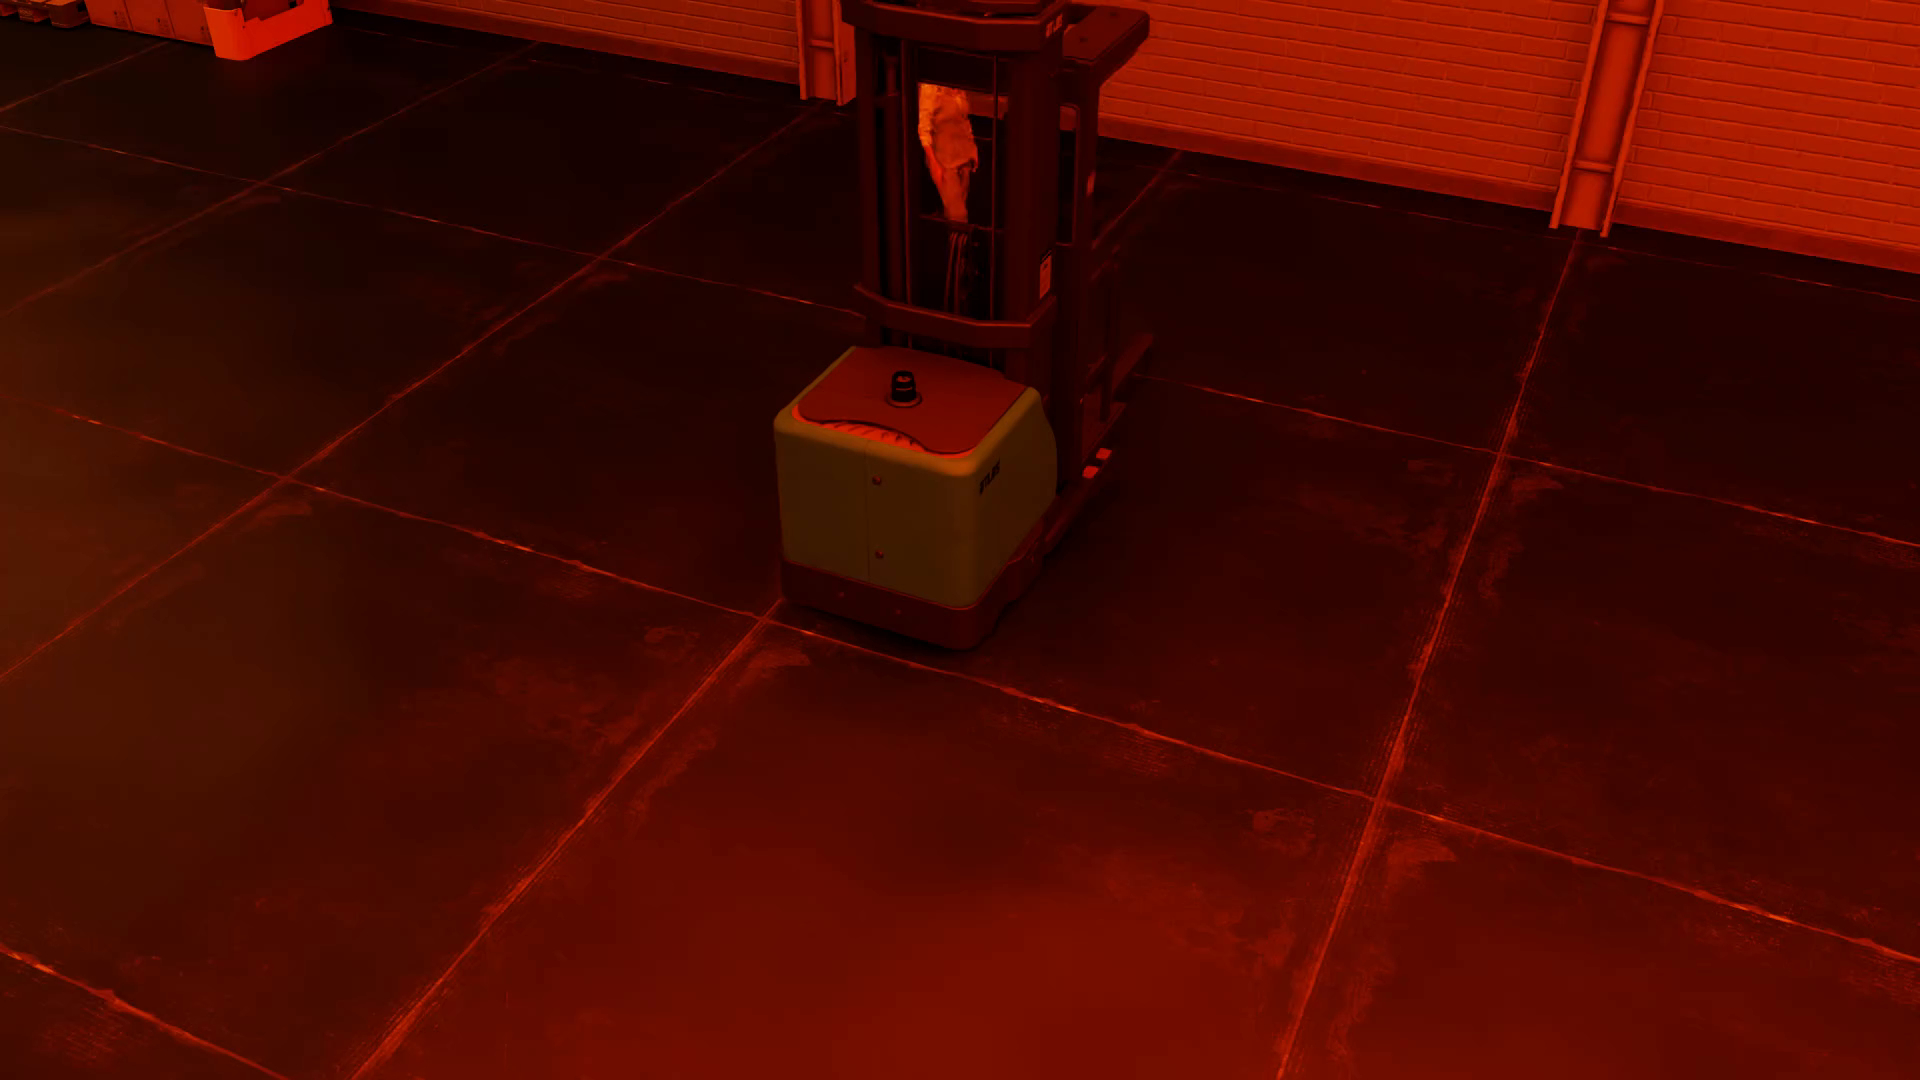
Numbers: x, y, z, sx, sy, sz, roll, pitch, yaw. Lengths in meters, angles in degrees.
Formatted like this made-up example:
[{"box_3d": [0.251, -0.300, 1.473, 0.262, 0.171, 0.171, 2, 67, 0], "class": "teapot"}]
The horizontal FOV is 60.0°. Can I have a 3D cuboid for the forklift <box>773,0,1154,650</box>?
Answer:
[{"box_3d": [0.215, -1.526, 8.226, 1.130, 2.935, 3.031, 15, 38, 20], "class": "forklift"}]

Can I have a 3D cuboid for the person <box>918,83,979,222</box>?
[{"box_3d": [0.035, -2.372, 10.552, 0.552, 1.598, 0.498, 20, 40, 26], "class": "person"}]
